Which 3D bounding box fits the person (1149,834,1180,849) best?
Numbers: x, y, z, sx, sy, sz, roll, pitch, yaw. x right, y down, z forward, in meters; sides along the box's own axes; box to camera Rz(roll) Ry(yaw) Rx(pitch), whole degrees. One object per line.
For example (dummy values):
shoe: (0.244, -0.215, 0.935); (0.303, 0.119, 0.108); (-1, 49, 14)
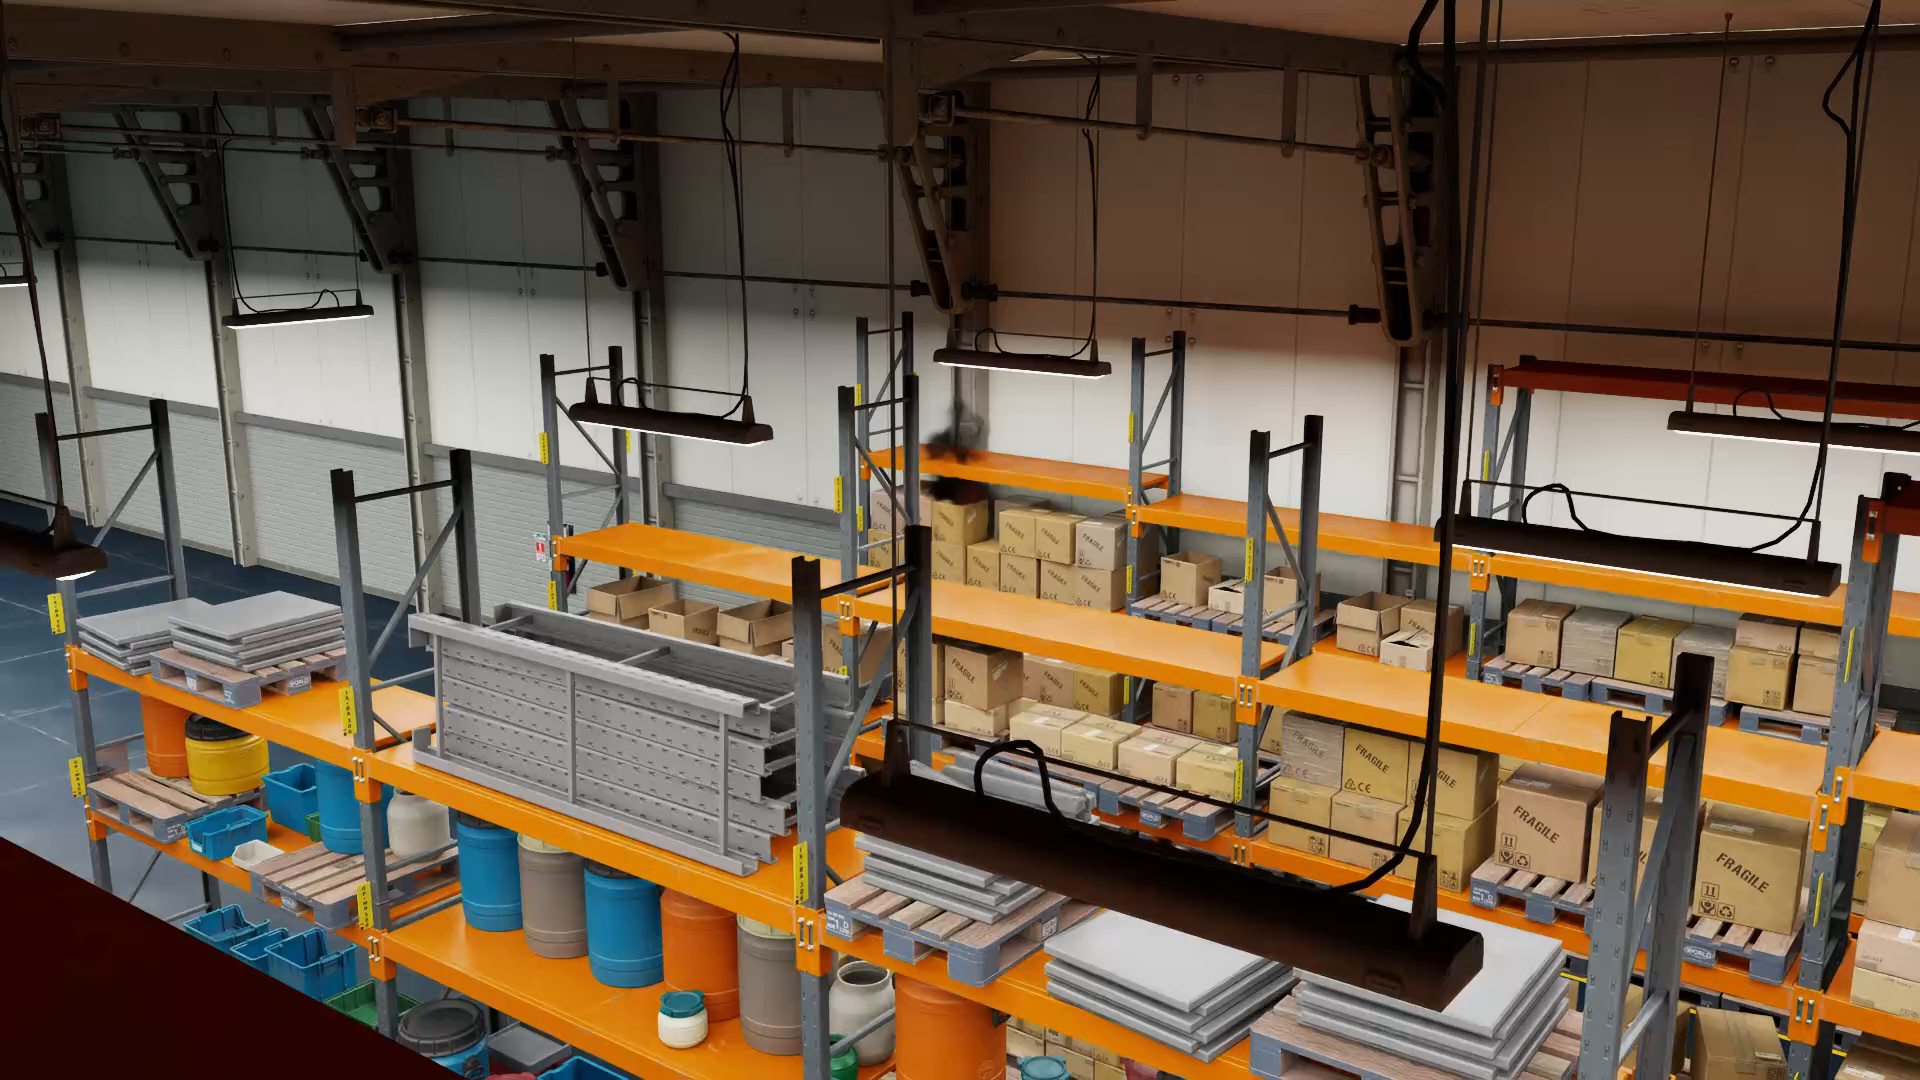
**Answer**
person: (1.967, 3.561, 16.382); (0.996, 1.653, 0.560); (10, 16, 35)
